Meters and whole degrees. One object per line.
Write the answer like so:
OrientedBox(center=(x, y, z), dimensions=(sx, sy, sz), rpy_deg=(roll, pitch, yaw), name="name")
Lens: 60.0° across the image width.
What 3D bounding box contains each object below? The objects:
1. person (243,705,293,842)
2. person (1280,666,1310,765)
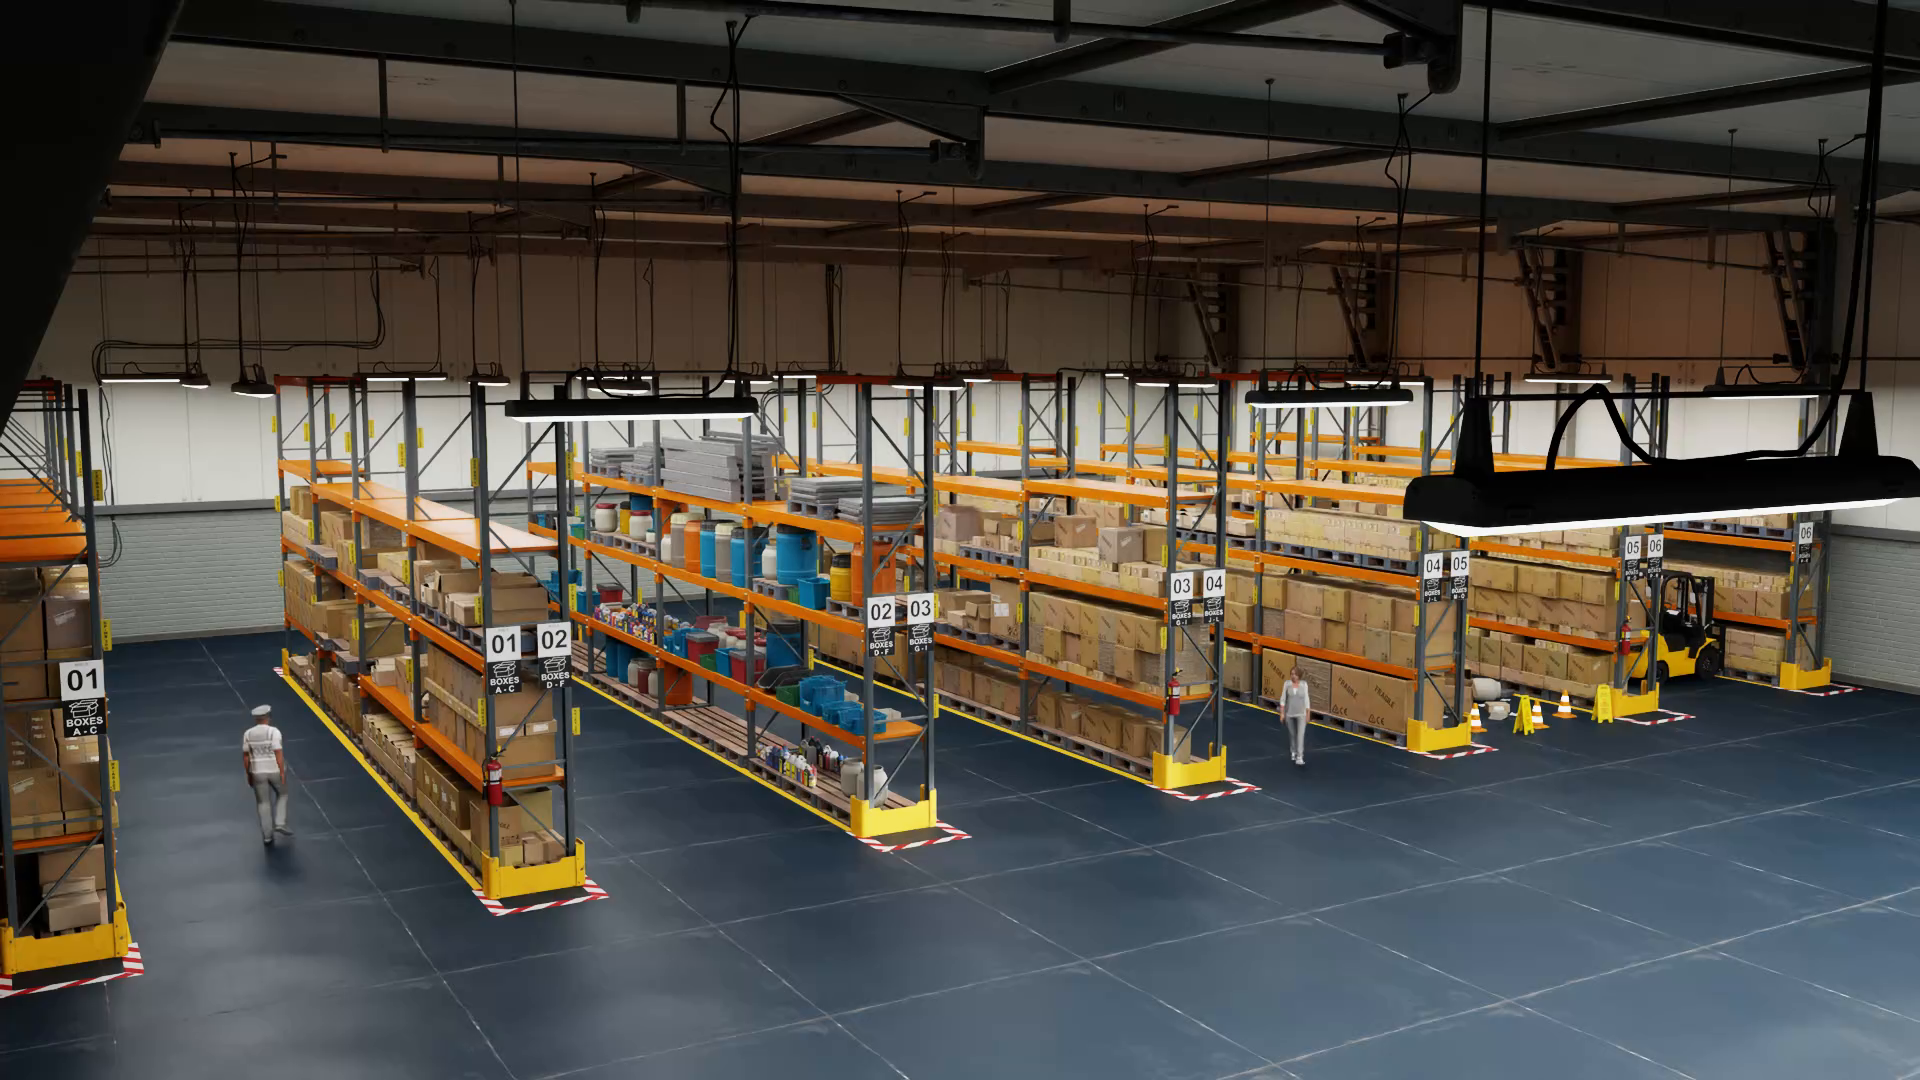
OrientedBox(center=(-9.110, 3.066, 21.855), dimensions=(0.562, 1.768, 0.531), rpy_deg=(-2, 7, -19), name="person")
OrientedBox(center=(5.185, 2.730, 25.803), dimensions=(0.454, 1.536, 0.993), rpy_deg=(2, 7, 21), name="person")
